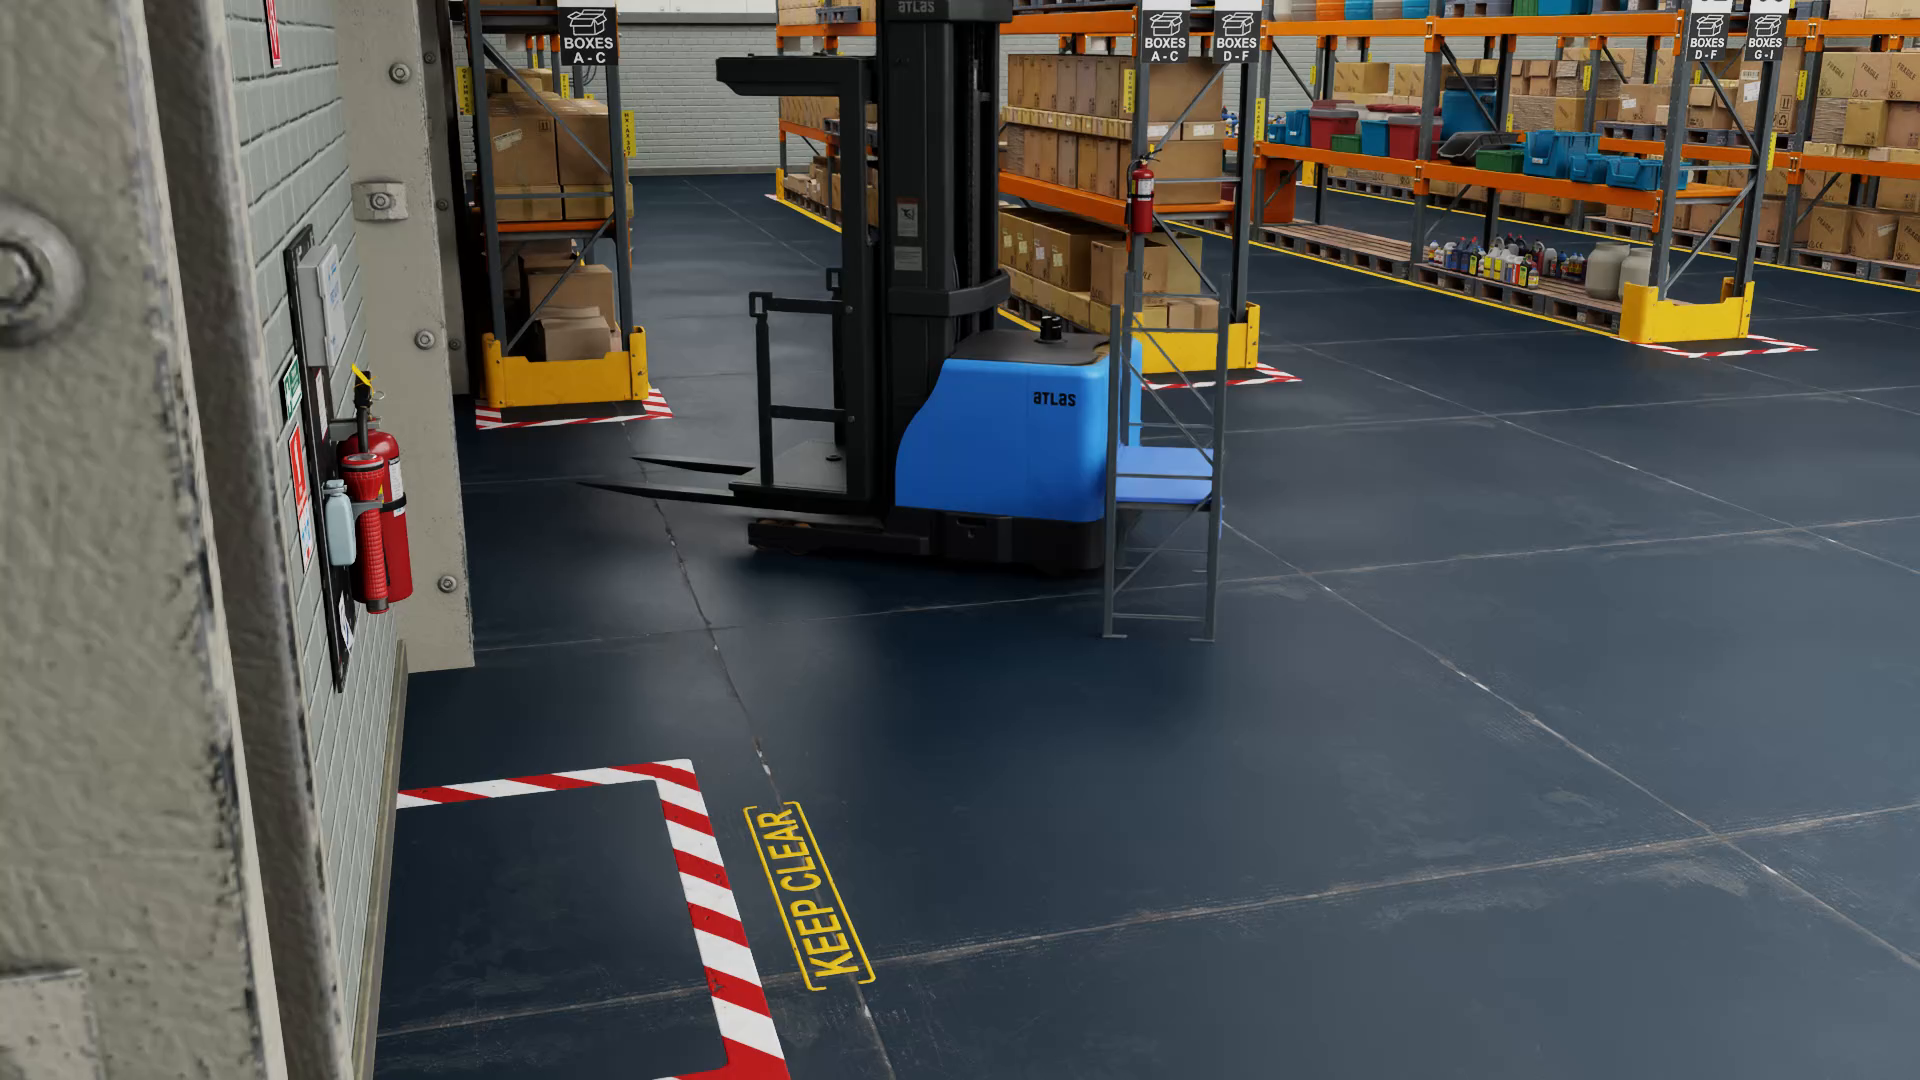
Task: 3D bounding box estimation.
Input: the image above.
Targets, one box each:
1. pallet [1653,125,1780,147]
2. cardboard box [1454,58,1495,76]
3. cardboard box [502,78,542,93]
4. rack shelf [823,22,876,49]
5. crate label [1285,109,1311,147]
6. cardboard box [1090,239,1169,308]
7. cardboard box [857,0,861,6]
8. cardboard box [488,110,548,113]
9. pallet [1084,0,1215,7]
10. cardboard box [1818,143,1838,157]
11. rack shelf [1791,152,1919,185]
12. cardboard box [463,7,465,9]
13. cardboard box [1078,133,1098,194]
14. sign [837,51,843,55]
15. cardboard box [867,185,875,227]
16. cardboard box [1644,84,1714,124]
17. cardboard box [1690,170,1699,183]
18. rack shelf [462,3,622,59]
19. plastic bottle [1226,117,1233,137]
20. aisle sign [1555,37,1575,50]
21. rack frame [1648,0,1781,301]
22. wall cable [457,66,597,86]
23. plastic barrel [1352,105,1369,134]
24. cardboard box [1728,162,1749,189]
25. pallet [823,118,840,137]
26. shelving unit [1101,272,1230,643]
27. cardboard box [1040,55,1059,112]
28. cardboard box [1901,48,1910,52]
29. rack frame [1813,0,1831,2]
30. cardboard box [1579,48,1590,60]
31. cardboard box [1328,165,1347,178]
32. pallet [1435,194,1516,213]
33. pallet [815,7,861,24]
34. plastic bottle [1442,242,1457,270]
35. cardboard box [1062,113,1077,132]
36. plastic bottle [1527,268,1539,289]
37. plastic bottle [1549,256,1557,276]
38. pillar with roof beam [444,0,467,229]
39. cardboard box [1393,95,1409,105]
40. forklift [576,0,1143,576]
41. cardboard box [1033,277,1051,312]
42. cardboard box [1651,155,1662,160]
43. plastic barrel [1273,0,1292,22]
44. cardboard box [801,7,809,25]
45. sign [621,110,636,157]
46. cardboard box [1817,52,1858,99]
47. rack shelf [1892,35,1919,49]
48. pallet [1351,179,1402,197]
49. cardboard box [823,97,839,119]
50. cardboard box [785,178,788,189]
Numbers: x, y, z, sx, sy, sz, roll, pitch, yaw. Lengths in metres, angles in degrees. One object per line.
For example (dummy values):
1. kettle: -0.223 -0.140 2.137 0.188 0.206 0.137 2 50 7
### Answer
1. pallet: 9.759 -5.222 21.455 1.003 0.211 1.213 -5 17 -15
2. cardboard box: 8.259 -7.317 26.178 0.797 0.503 0.637 -5 17 -17
3. cardboard box: -4.886 -5.071 18.555 0.380 0.149 0.250 -8 18 -24
4. rack shelf: -0.900 -6.721 22.149 1.077 0.370 4.000 -5 17 -15
5. crate label: 4.426 -5.187 20.944 0.502 0.435 0.616 -5 17 -15
6. cardboard box: 1.414 -2.231 13.911 0.500 0.500 0.500 -5 17 -15
7. cardboard box: -1.013 -7.402 22.087 0.600 0.600 0.600 -5 18 -17
8. cardboard box: -3.377 -3.021 12.716 0.500 0.500 0.500 -4 17 -15
9. pallet: 1.678 -4.455 13.508 1.003 0.211 1.213 -5 17 -15
10. cardboard box: 10.101 -4.478 19.081 0.380 0.149 0.250 -5 17 -15
11. rack shelf: 10.824 -3.854 17.818 1.077 0.370 4.000 -5 17 -15
12. cardboard box: -3.561 -4.337 12.754 0.500 0.500 0.500 -5 18 -18
13. cardboard box: 1.452 -3.324 14.628 0.700 0.500 0.500 -5 17 -15
14. sign: -2.010 -8.033 27.918 0.100 0.325 0.005 -5 17 -15
15. cardboard box: -0.975 -4.473 22.208 0.500 0.500 0.500 -5 18 -17
16. cardboard box: 9.612 -5.814 22.190 0.700 0.500 0.500 -2 17 -7
17. cardboard box: 9.544 -4.902 22.333 0.500 0.250 0.500 -3 17 -9
18. rack shelf: -3.464 -4.115 13.475 1.077 0.370 4.000 -5 17 -15
19. plastic bottle: 3.707 -5.688 22.896 0.097 0.271 0.097 0 17 0
20. aisle sign: 11.465 -9.676 31.433 0.394 0.787 0.004 -5 17 -15
21. rack frame: 6.612 -3.253 14.569 1.000 3.000 0.127 -5 17 -15
22. wall cable: -8.522 -9.875 31.581 3.097 2.526 0.112 -5 17 -15
23. plastic barrel: 5.017 -5.136 20.641 0.421 0.512 0.421 0 17 0
24. cardboard box: 12.968 -5.961 27.197 0.500 0.500 0.500 -4 17 -13
25. pallet: -1.335 -5.860 23.582 1.003 0.211 1.213 -5 17 -15
26. shelving unit: 0.967 -0.417 7.734 0.538 1.500 1.048 3 17 8
27. cardboard box: 1.154 -4.238 15.418 0.700 0.500 0.500 -5 17 -15
28. cardboard box: 17.187 -8.796 29.983 0.380 0.149 0.250 -5 17 -15
29. rack frame: 10.275 -7.625 18.693 1.000 3.000 0.127 -5 17 -15
30. cardboard box: 11.786 -8.820 30.671 0.500 0.500 0.500 -4 17 -14
31. cardboard box: 7.230 -7.084 30.283 0.875 0.875 0.875 -5 17 -15
32. pallet: 8.361 -5.421 26.633 1.003 0.211 1.213 -5 17 -15
33. pallet: -1.338 -7.343 23.295 1.213 0.211 1.003 -5 17 -15
34. plastic bottle: 5.294 -3.056 17.881 0.152 0.276 0.135 -4 17 -13
35. cardboard box: 1.131 -3.741 14.890 0.380 0.149 0.250 -5 17 -16
36. plastic bottle: 5.685 -2.597 16.484 0.097 0.201 0.097 0 17 0
37. plastic bottle: 6.208 -2.857 17.348 0.097 0.201 0.097 0 17 0
38. pillar with roof beam: -3.097 -9.128 23.698 9.100 9.000 0.400 -5 17 -15
39. cardboard box: 7.558 -7.279 27.715 0.500 0.250 0.500 -4 17 -14
40. forklift: -0.595 -1.462 8.723 3.031 2.935 1.130 6 18 18
41. cardboard box: 0.993 -2.286 15.398 0.500 0.250 0.500 -5 17 -15
42. cardboard box: 12.341 -6.663 29.110 0.380 0.149 0.250 -5 17 -16
43. plastic barrel: 4.204 -6.846 21.121 0.421 0.512 0.421 0 17 0
44. cardboard box: -2.112 -7.937 25.208 0.500 0.250 0.500 -5 17 -15
45. sign: -2.392 -2.928 11.980 0.100 0.325 0.005 -5 17 -15
46. cardboard box: 10.154 -5.276 18.873 0.500 0.500 0.500 -5 17 -15
47. rack shelf: 14.522 -6.761 22.282 1.077 0.370 4.000 -5 17 -15
48. pallet: 7.603 -6.183 29.170 1.003 0.211 1.213 -5 17 -15
49. cardboard box: -1.535 -6.282 23.749 0.700 0.500 0.500 -12 20 -34
50. cardboard box: -2.696 -5.930 27.640 0.380 0.166 0.250 -5 17 -15
